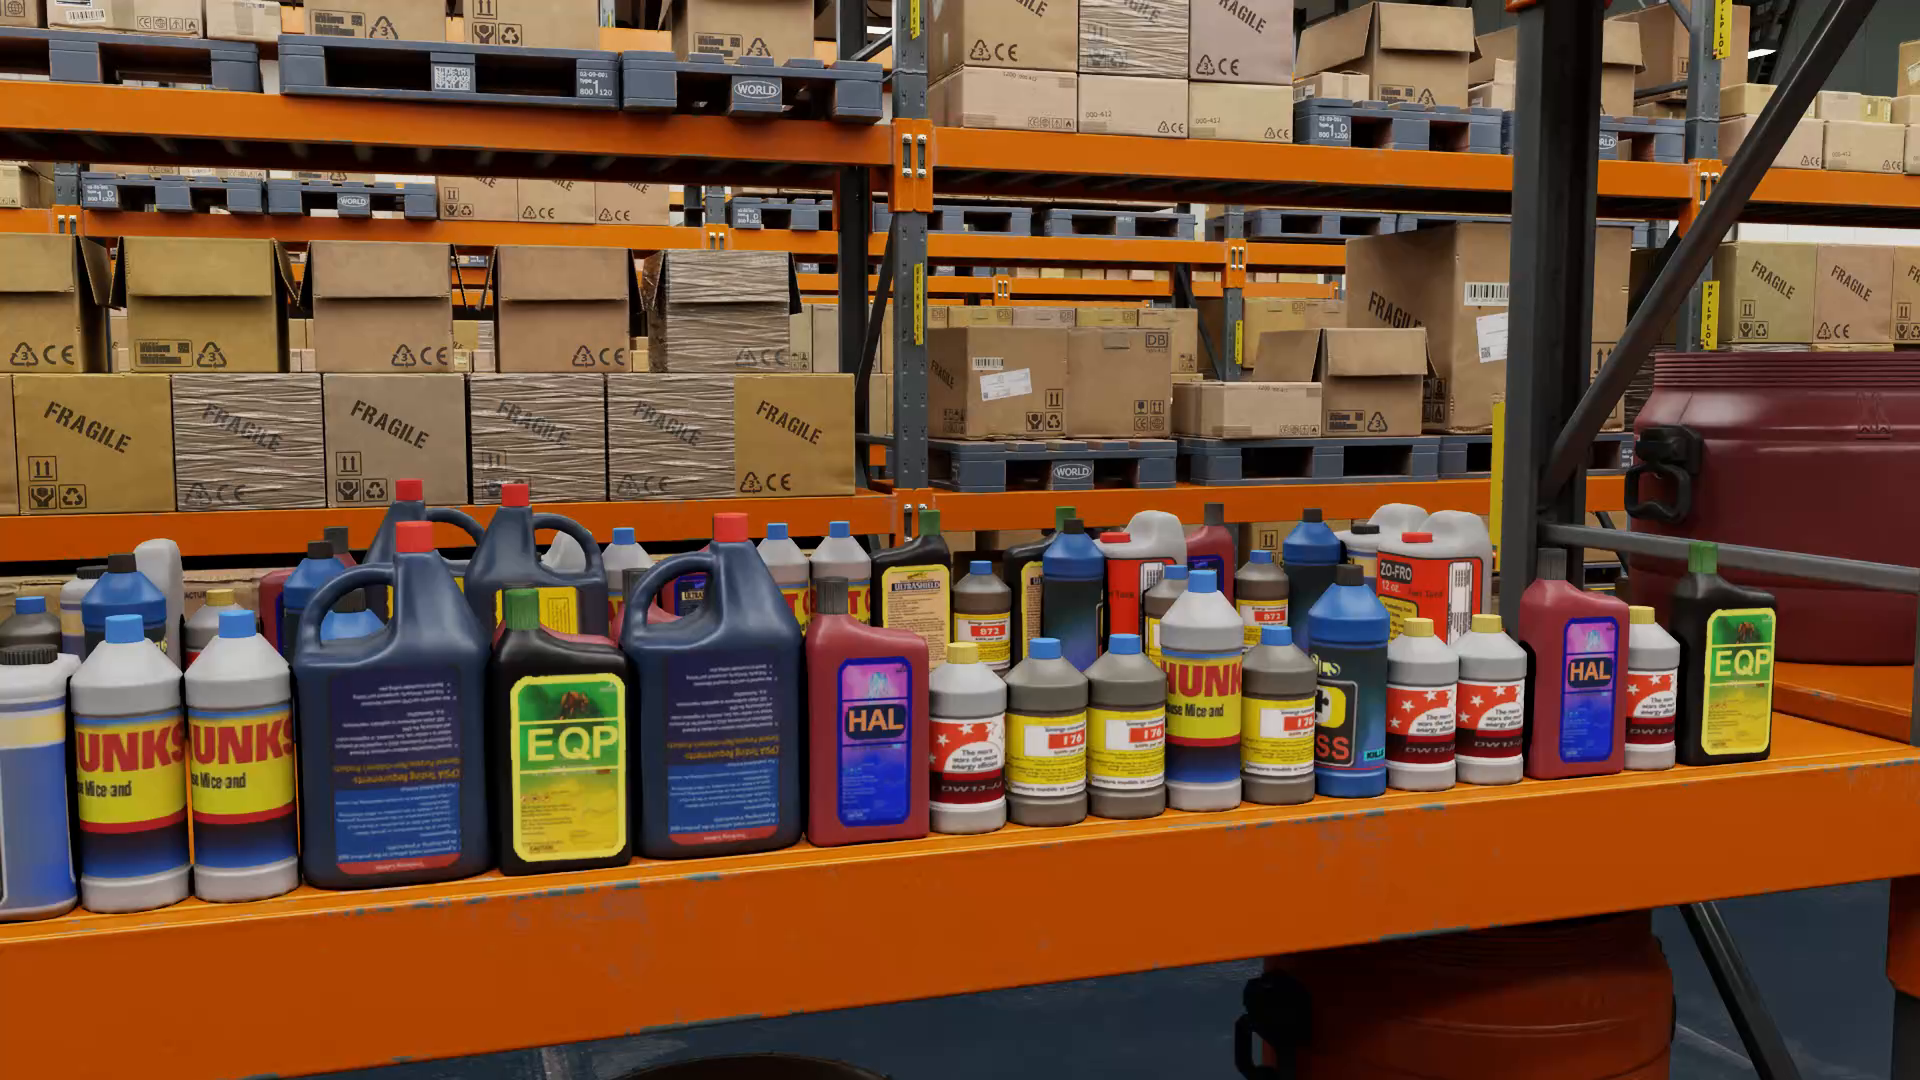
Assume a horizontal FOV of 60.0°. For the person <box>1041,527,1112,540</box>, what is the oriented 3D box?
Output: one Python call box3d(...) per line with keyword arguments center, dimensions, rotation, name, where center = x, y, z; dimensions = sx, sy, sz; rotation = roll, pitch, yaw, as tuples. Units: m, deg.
box3d(center=(0.684, -0.022, 9.653), dimensions=(0.414, 1.722, 0.594), rotation=(-2, 6, -22), name="person")
